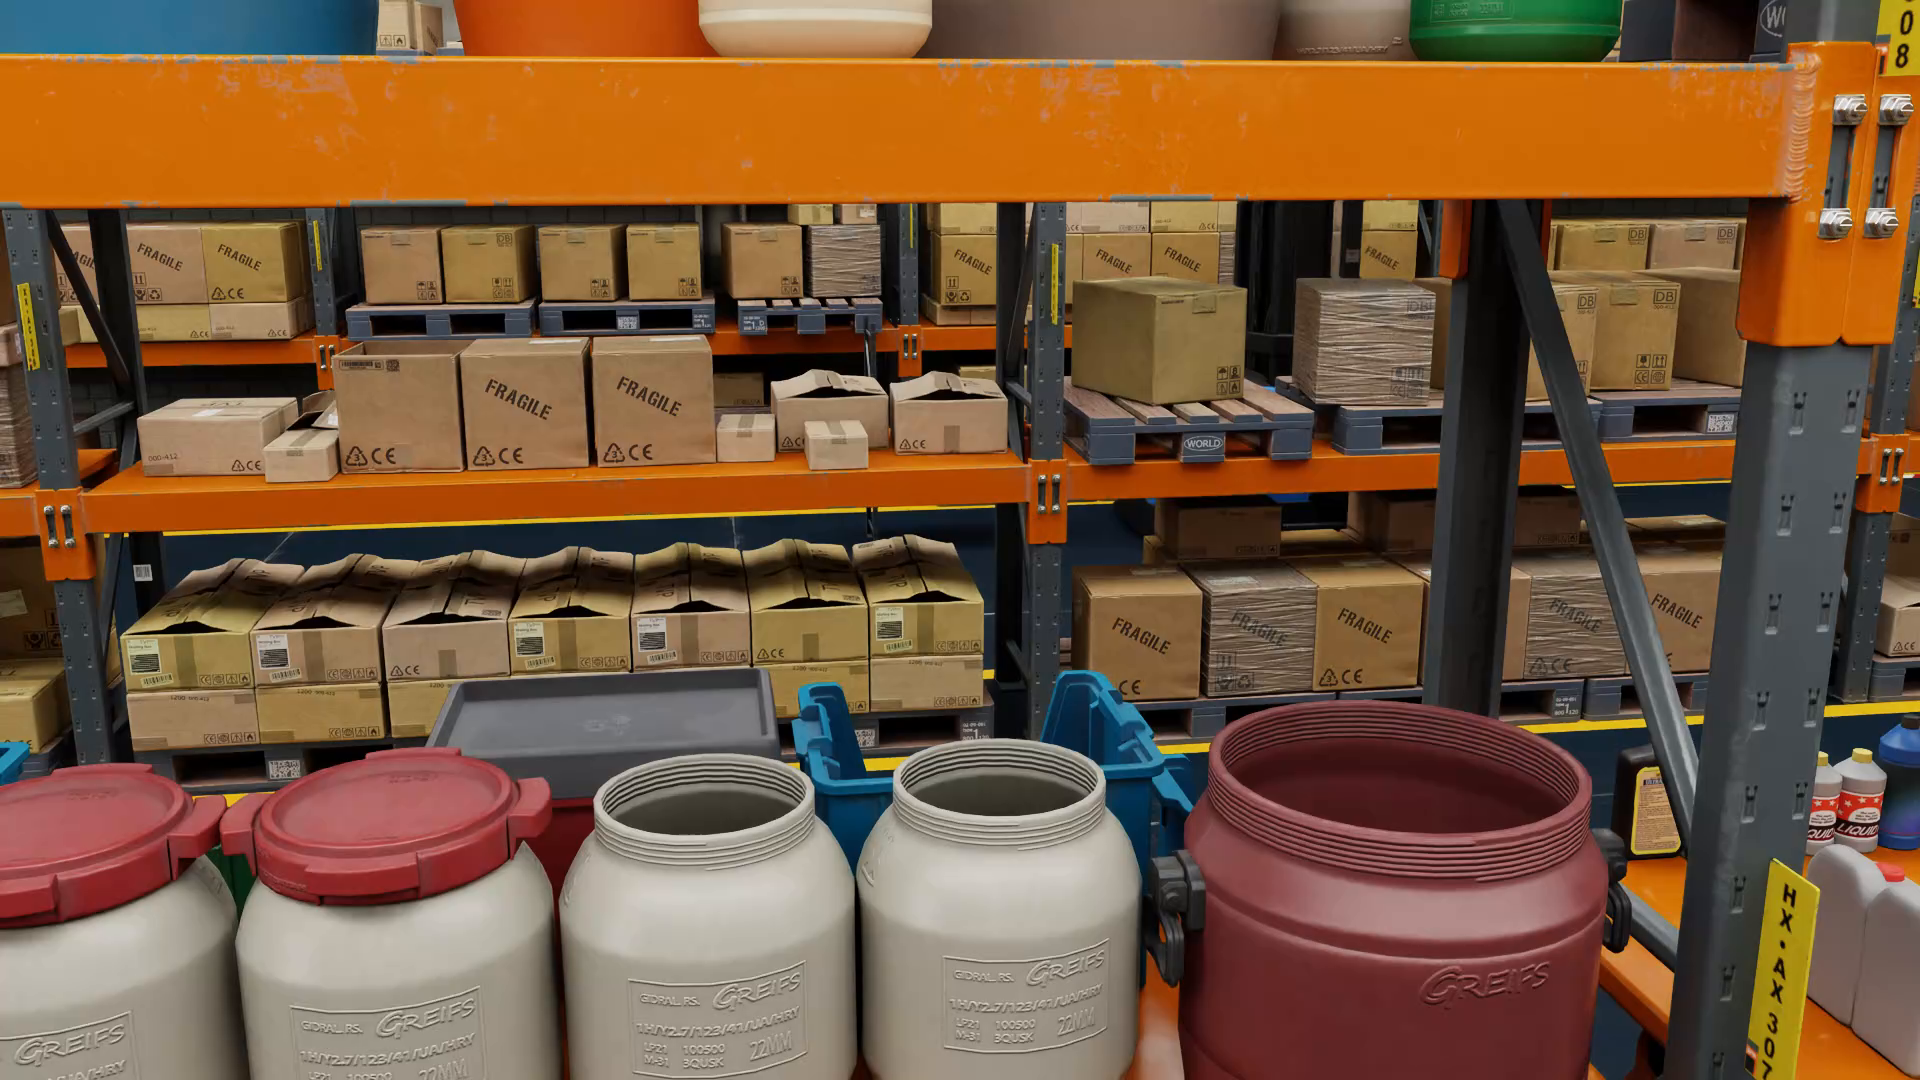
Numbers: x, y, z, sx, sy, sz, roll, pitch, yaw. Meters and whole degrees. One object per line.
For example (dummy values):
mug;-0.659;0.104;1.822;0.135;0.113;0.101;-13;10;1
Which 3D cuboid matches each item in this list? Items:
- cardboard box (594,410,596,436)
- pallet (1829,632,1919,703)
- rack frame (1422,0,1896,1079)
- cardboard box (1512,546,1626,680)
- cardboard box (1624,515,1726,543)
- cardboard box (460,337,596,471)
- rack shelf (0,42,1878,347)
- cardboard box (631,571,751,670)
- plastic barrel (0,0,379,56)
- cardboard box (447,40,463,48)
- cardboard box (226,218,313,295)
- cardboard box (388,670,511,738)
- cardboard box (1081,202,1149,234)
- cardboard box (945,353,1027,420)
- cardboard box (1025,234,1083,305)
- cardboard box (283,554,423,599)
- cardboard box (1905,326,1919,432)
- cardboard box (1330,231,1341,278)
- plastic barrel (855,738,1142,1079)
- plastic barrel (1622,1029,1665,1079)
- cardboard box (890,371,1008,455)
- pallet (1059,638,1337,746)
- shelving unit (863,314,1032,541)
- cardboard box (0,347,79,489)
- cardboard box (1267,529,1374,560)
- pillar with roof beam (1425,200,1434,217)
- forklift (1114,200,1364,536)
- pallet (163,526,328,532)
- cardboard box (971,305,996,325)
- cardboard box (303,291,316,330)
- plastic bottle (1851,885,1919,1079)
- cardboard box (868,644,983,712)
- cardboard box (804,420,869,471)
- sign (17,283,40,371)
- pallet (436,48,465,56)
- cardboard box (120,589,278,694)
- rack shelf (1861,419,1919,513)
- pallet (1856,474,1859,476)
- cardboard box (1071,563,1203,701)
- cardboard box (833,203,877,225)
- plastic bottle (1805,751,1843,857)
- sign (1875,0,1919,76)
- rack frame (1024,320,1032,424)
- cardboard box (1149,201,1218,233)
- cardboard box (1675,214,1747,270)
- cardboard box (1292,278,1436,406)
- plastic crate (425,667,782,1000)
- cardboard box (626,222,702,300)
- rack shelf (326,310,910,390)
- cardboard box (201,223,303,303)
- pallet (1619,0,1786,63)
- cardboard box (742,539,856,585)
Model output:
cardboard box;-2.650;-0.753;12.292;0.500;0.500;0.700;-2;14;-8
pallet;4.942;0.548;8.604;1.213;0.211;1.003;-2;14;-8
rack frame;1.042;0.557;2.834;0.053;2.616;0.949;-2;14;-8
cardboard box;2.832;0.340;7.936;0.500;0.500;0.500;-2;14;-8
cardboard box;3.748;0.178;8.581;0.500;0.500;0.500;-3;14;-11
cardboard box;-1.870;-0.600;7.243;0.500;0.500;0.500;-2;14;-8
rack shelf;-0.936;-0.477;2.271;4.000;0.370;1.077;-2;14;-8
cardboard box;-1.186;0.339;7.341;0.500;0.311;0.500;-2;14;-9
plastic barrel;-1.149;-1.115;2.304;0.708;0.901;0.600;-2;14;-8
cardboard box;-3.228;-3.320;11.448;0.500;0.311;0.500;-2;14;-7
cardboard box;-4.885;-2.016;11.819;0.500;0.500;0.500;-2;14;-10
cardboard box;-2.195;0.647;7.265;0.500;0.250;0.500;-3;14;-10
cardboard box;1.078;-2.386;12.170;0.500;0.250;0.500;-2;14;-8
cardboard box;0.313;-0.983;12.531;0.750;0.750;0.750;-2;14;-9
cardboard box;0.604;-2.002;12.180;0.500;0.500;0.500;-2;14;-6
cardboard box;-2.776;0.264;7.641;0.500;0.311;0.500;-2;14;-7
cardboard box;4.808;-0.782;7.967;0.500;0.500;0.500;-2;14;-7
cardboard box;2.599;-2.076;12.475;0.500;0.500;0.500;-2;14;-8
plastic barrel;0.056;0.591;2.470;0.421;0.512;0.421;0;14;0
plastic barrel;1.523;1.383;3.137;0.708;0.830;0.600;-2;14;-8
cardboard box;-0.059;-0.589;7.589;0.500;0.311;0.500;-1;14;-5
pallet;1.052;0.699;8.000;1.213;0.211;1.003;-2;14;-8
shelving unit;-0.084;-0.724;11.027;1.048;1.500;0.538;-2;14;-8
cardboard box;-4.086;-0.521;6.929;0.500;0.500;0.700;-2;14;-10
cardboard box;1.709;0.255;8.274;0.500;0.500;0.500;-3;14;-10
pillar with roof beam;4.726;-4.080;8.990;0.400;9.000;9.100;-2;14;-8
forklift;2.652;-1.516;11.243;3.031;2.935;1.130;-3;14;-10
pallet;-5.048;-0.296;11.970;1.213;0.211;1.003;-2;14;-8
cardboard box;0.176;-1.678;12.221;0.250;0.149;0.380;-2;14;-8
cardboard box;-4.886;-1.653;11.915;0.500;0.250;0.500;-2;14;-8
plastic bottle;1.518;0.678;2.605;0.135;0.276;0.152;-2;14;-8
cardboard box;-0.176;0.572;7.562;0.500;0.250;0.500;-2;14;-7
cardboard box;-0.541;-0.414;7.225;0.250;0.149;0.380;-2;14;-8
sign;-3.564;-0.815;6.364;0.005;0.325;0.100;-2;14;-8
pallet;-1.456;-1.911;6.899;1.213;0.211;1.003;-1;14;-6
cardboard box;-3.202;0.413;7.047;0.500;0.311;0.500;-2;14;-8
rack shelf;6.241;-0.504;8.543;4.000;0.370;1.077;-2;14;-8
pallet;6.698;-0.716;13.644;1.213;0.211;1.003;-2;14;-8
cardboard box;0.800;0.416;7.631;0.500;0.500;0.500;-1;14;-6
cardboard box;-0.771;-2.384;12.116;0.250;0.149;0.380;-4;15;-16
plastic bottle;1.723;0.527;3.362;0.097;0.201;0.097;0;14;0
sign;1.131;-0.716;1.959;0.005;0.325;0.100;-2;14;-8
rack frame;0.418;-0.743;11.101;0.032;1.500;0.500;-2;14;-8
cardboard box;1.582;-2.406;12.250;0.500;0.250;0.500;-2;14;-9
cardboard box;6.256;-2.212;13.260;0.700;0.700;0.980;-2;14;-9
cardboard box;1.846;-0.925;7.674;0.500;0.500;0.700;1;14;2
plastic crate;-0.602;0.510;2.890;0.583;0.464;0.402;-2;14;-8
cardboard box;-2.126;-2.019;11.995;0.500;0.500;0.700;-2;14;-8
rack shelf;-2.412;-1.405;12.138;4.000;0.370;1.077;-2;14;-8
cardboard box;-4.811;-1.891;11.321;0.500;0.500;0.500;-2;14;-8
pallet;1.813;-0.811;2.512;1.213;0.211;1.003;-2;14;-8
cardboard box;-0.772;0.192;7.926;0.500;0.311;0.500;-2;14;-10
